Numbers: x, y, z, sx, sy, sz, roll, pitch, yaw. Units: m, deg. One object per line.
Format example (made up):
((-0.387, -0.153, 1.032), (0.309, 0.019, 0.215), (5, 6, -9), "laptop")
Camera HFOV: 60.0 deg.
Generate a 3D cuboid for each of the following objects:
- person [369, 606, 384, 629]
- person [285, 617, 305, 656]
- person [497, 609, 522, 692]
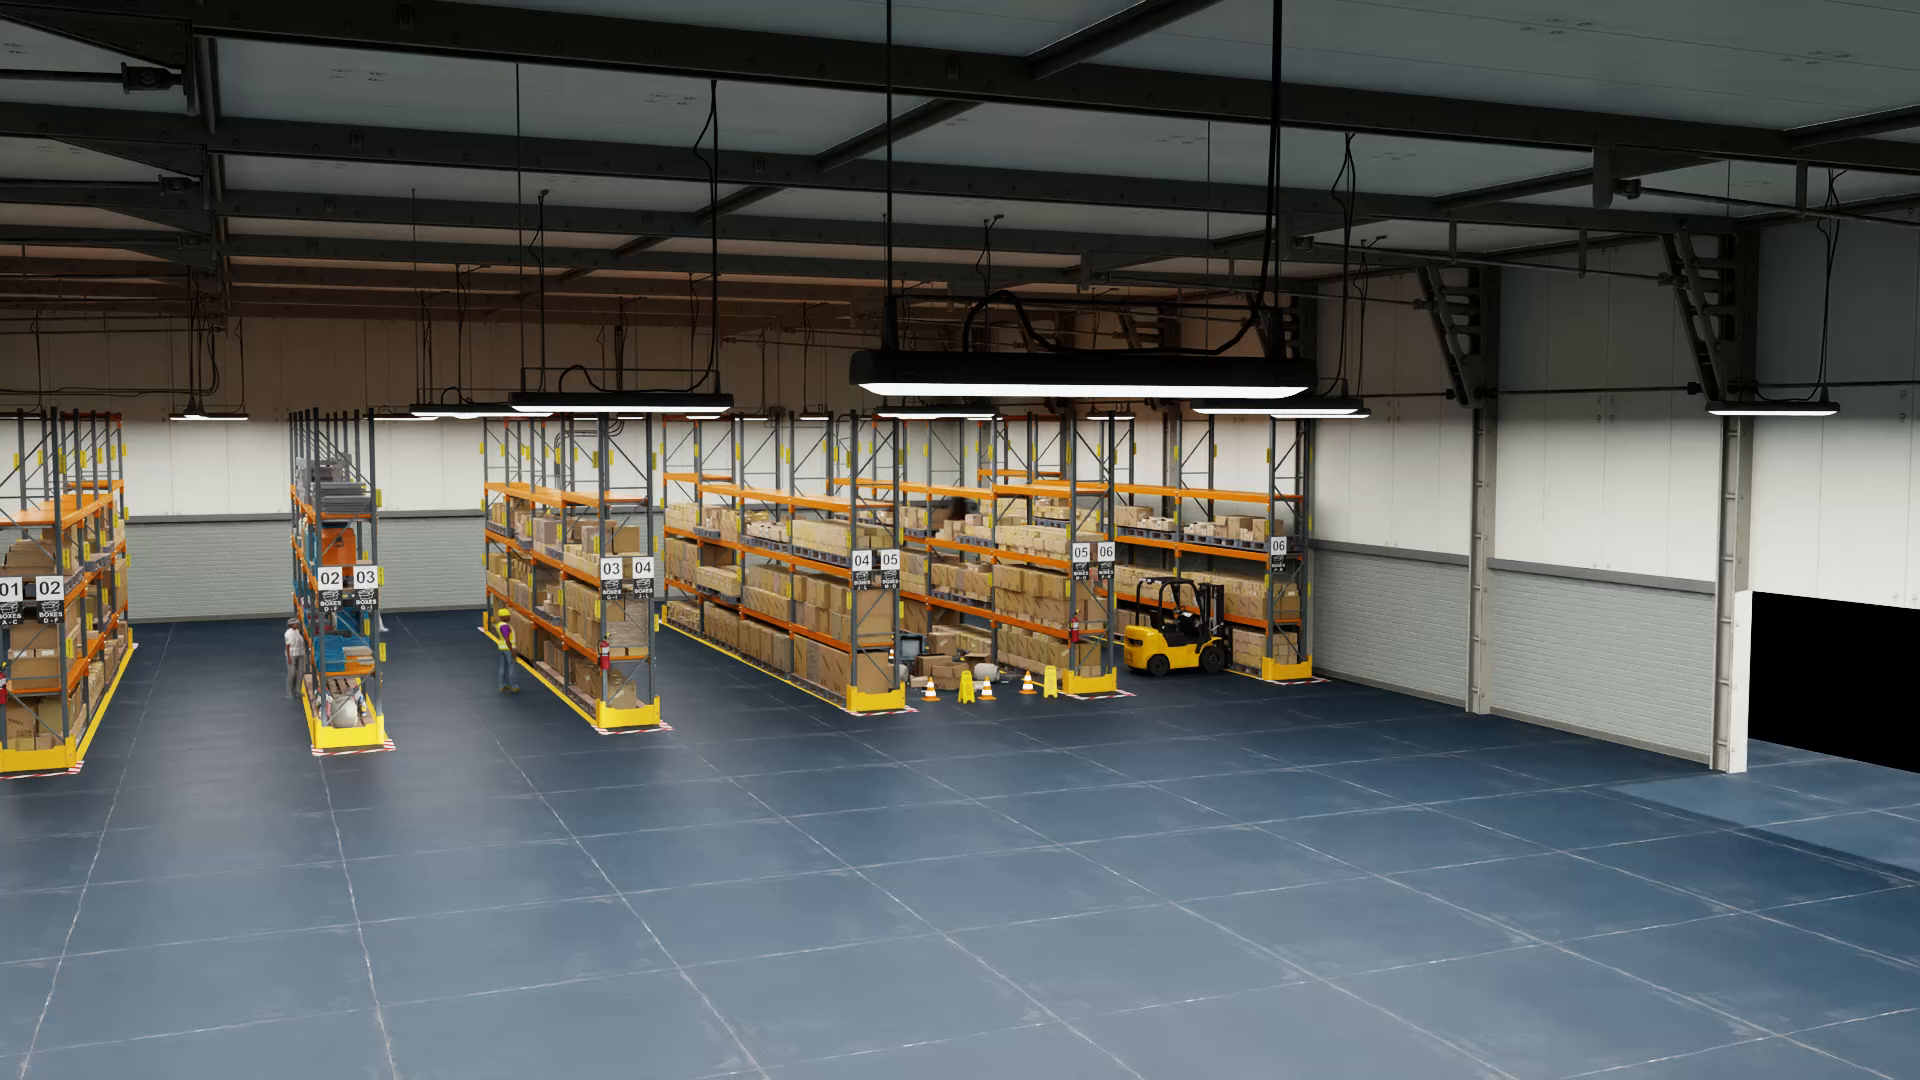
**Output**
((-16.129, 1.739, 45.349), (0.960, 1.462, 0.584), (4, 6, 44), "person")
((-13.944, 2.013, 34.835), (0.347, 0.812, 0.433), (2, 4, 25), "person")
((-9.627, 2.346, 35.482), (0.495, 1.759, 0.621), (-4, 5, -43), "person")
